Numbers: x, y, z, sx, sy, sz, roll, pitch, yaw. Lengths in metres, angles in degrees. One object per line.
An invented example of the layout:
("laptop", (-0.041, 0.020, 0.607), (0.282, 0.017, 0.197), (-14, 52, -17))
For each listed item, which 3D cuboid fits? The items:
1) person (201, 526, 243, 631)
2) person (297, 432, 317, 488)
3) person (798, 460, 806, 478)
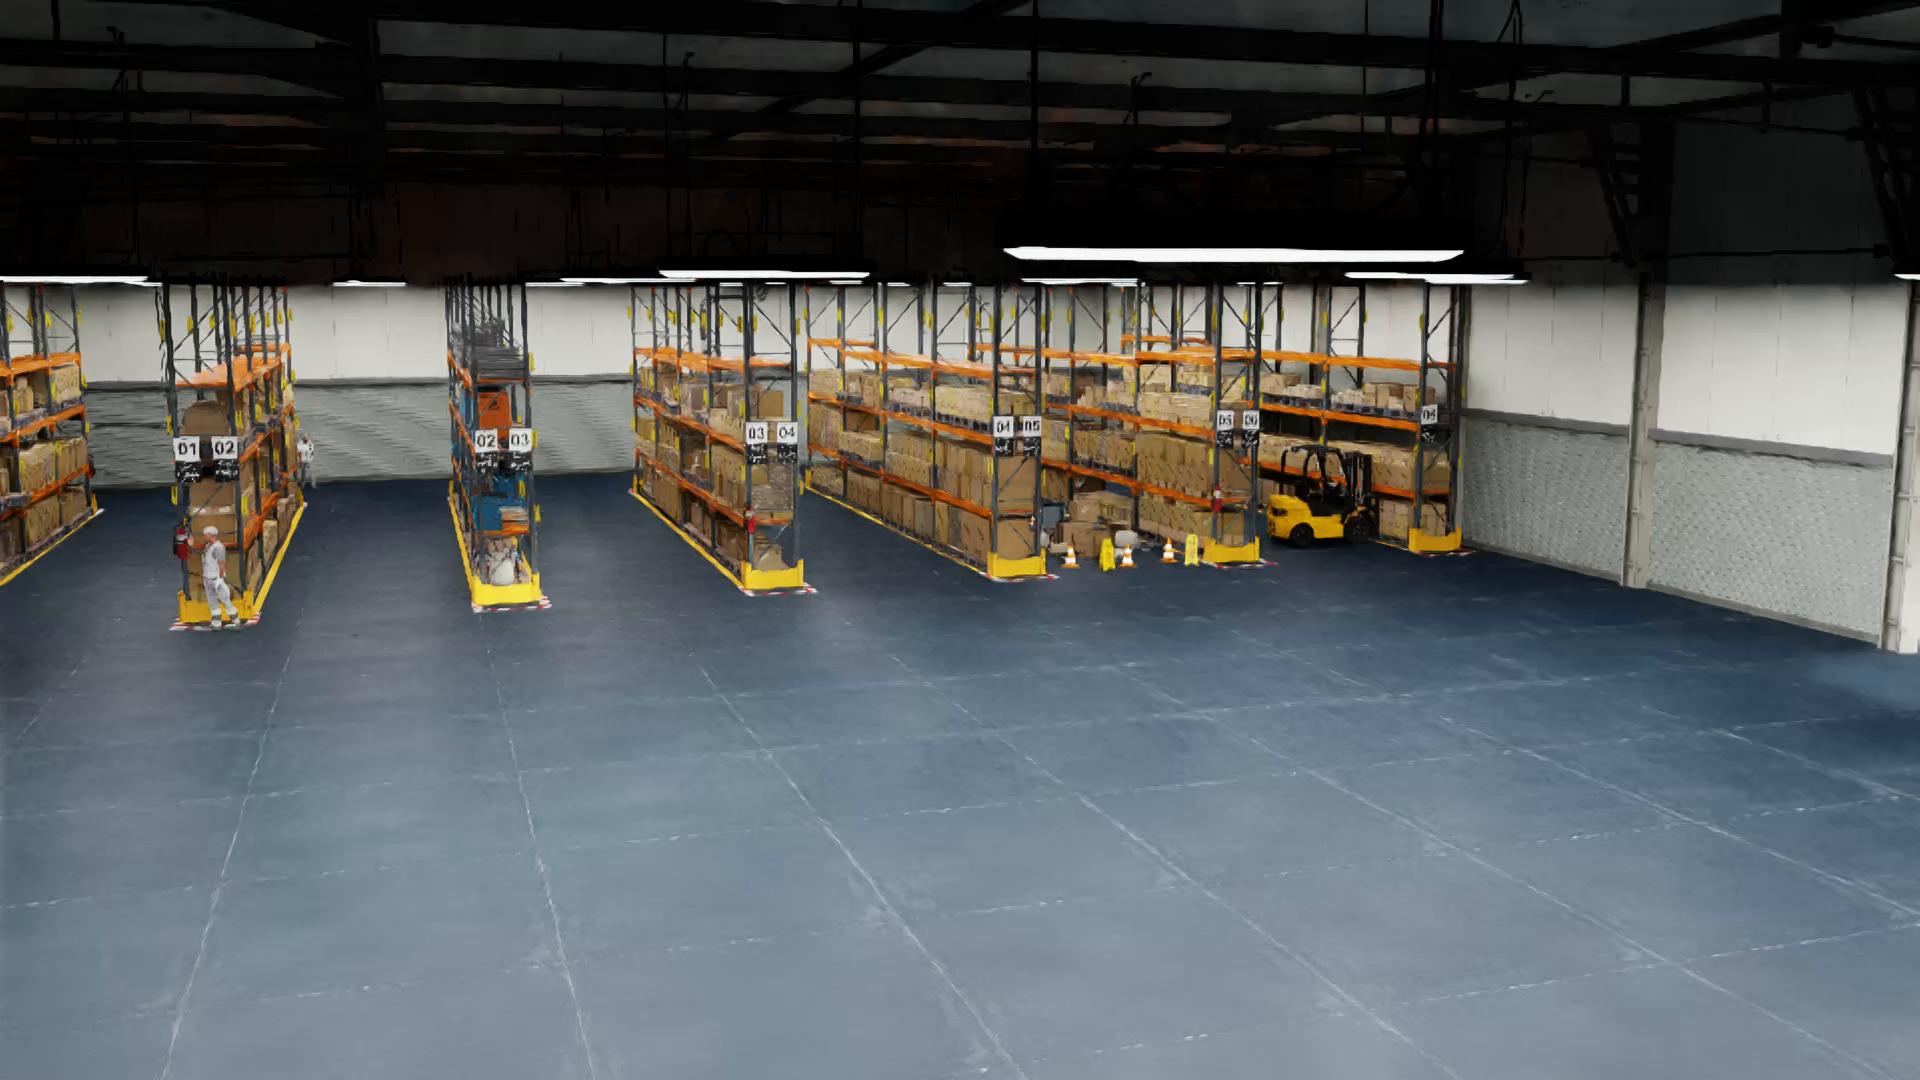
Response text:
("person", (-12.457, 0.644, 27.976), (0.735, 1.786, 0.485), (6, 11, 37))
("person", (-18.820, -2.310, 47.866), (0.448, 1.622, 0.996), (-4, 10, -26))
("person", (-5.034, -2.696, 49.962), (0.566, 1.762, 0.733), (3, 9, 19))
